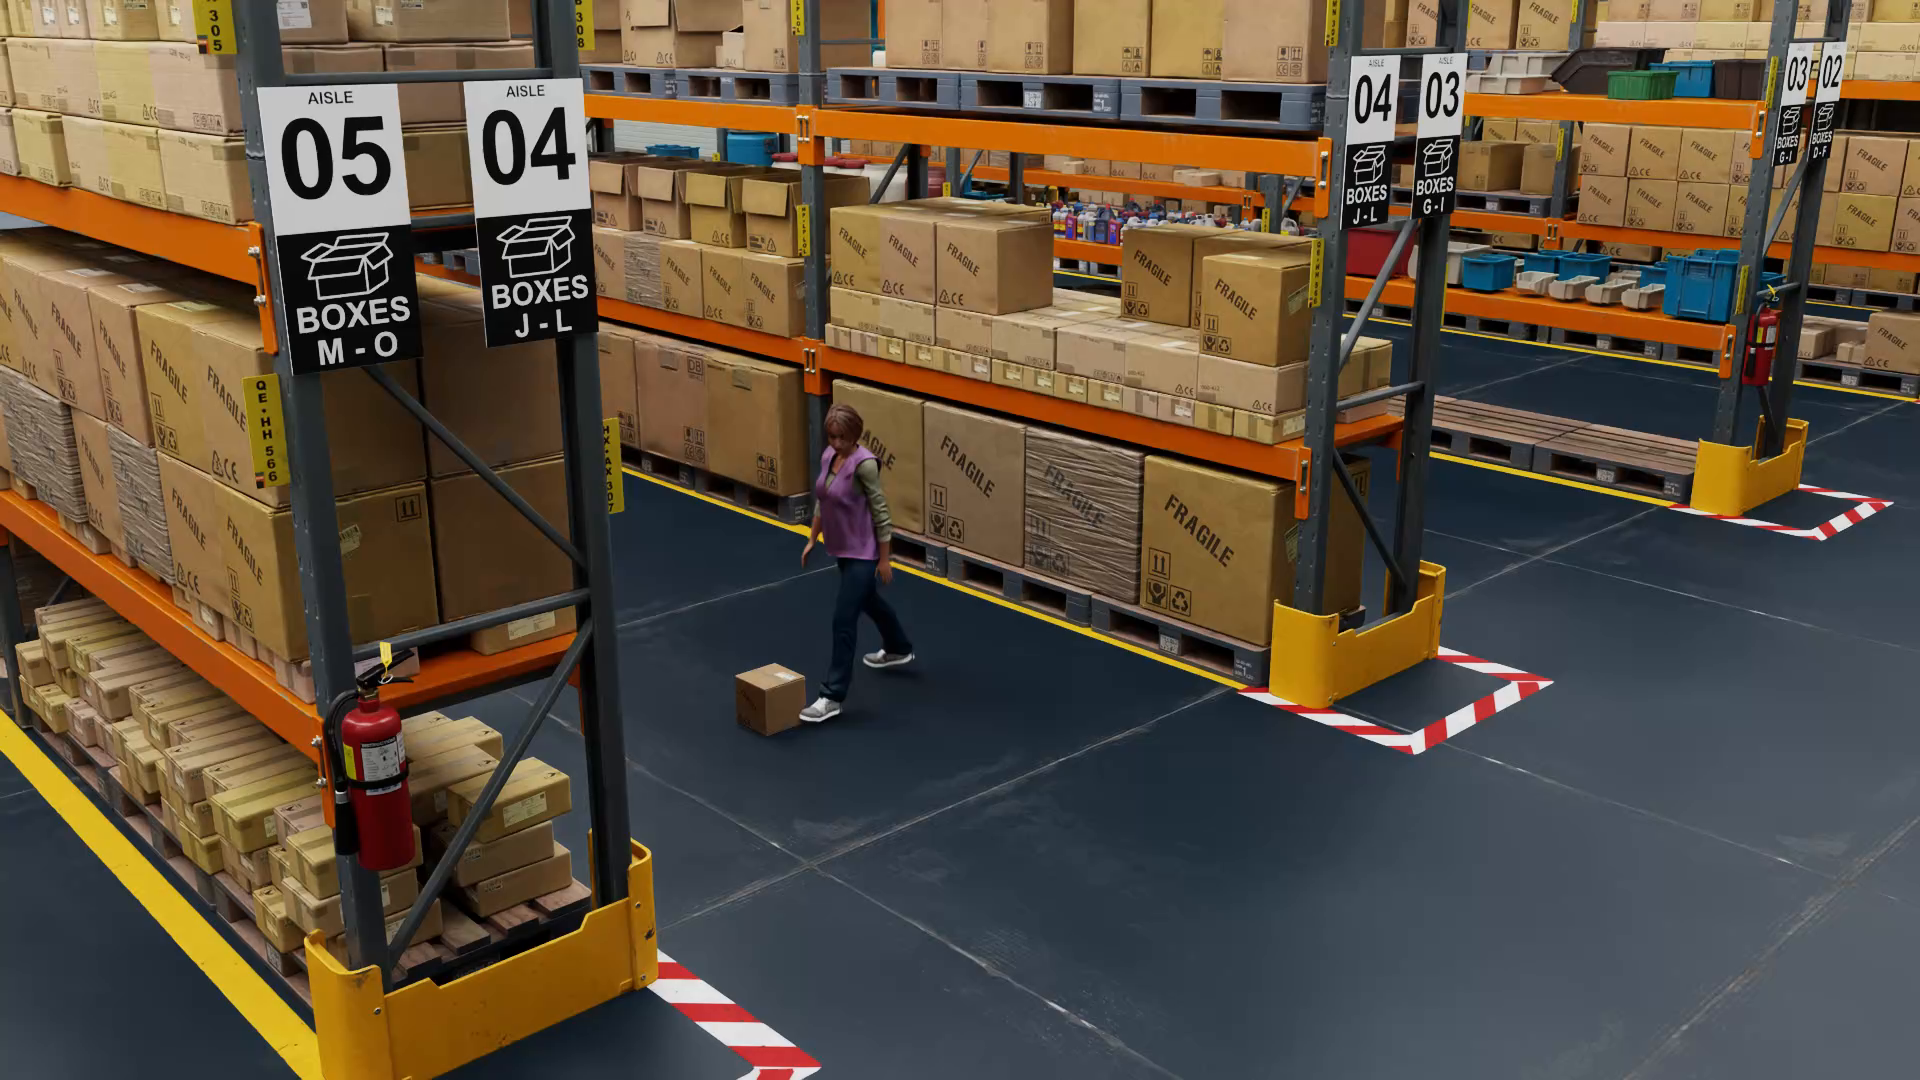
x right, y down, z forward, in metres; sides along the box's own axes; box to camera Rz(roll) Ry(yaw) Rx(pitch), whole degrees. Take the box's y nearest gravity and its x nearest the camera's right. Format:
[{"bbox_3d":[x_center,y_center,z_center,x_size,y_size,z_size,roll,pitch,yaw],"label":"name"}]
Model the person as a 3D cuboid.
[{"bbox_3d":[-0.562,0.053,8.408,0.848,1.545,0.552,-11,21,-31],"label":"person"}]
